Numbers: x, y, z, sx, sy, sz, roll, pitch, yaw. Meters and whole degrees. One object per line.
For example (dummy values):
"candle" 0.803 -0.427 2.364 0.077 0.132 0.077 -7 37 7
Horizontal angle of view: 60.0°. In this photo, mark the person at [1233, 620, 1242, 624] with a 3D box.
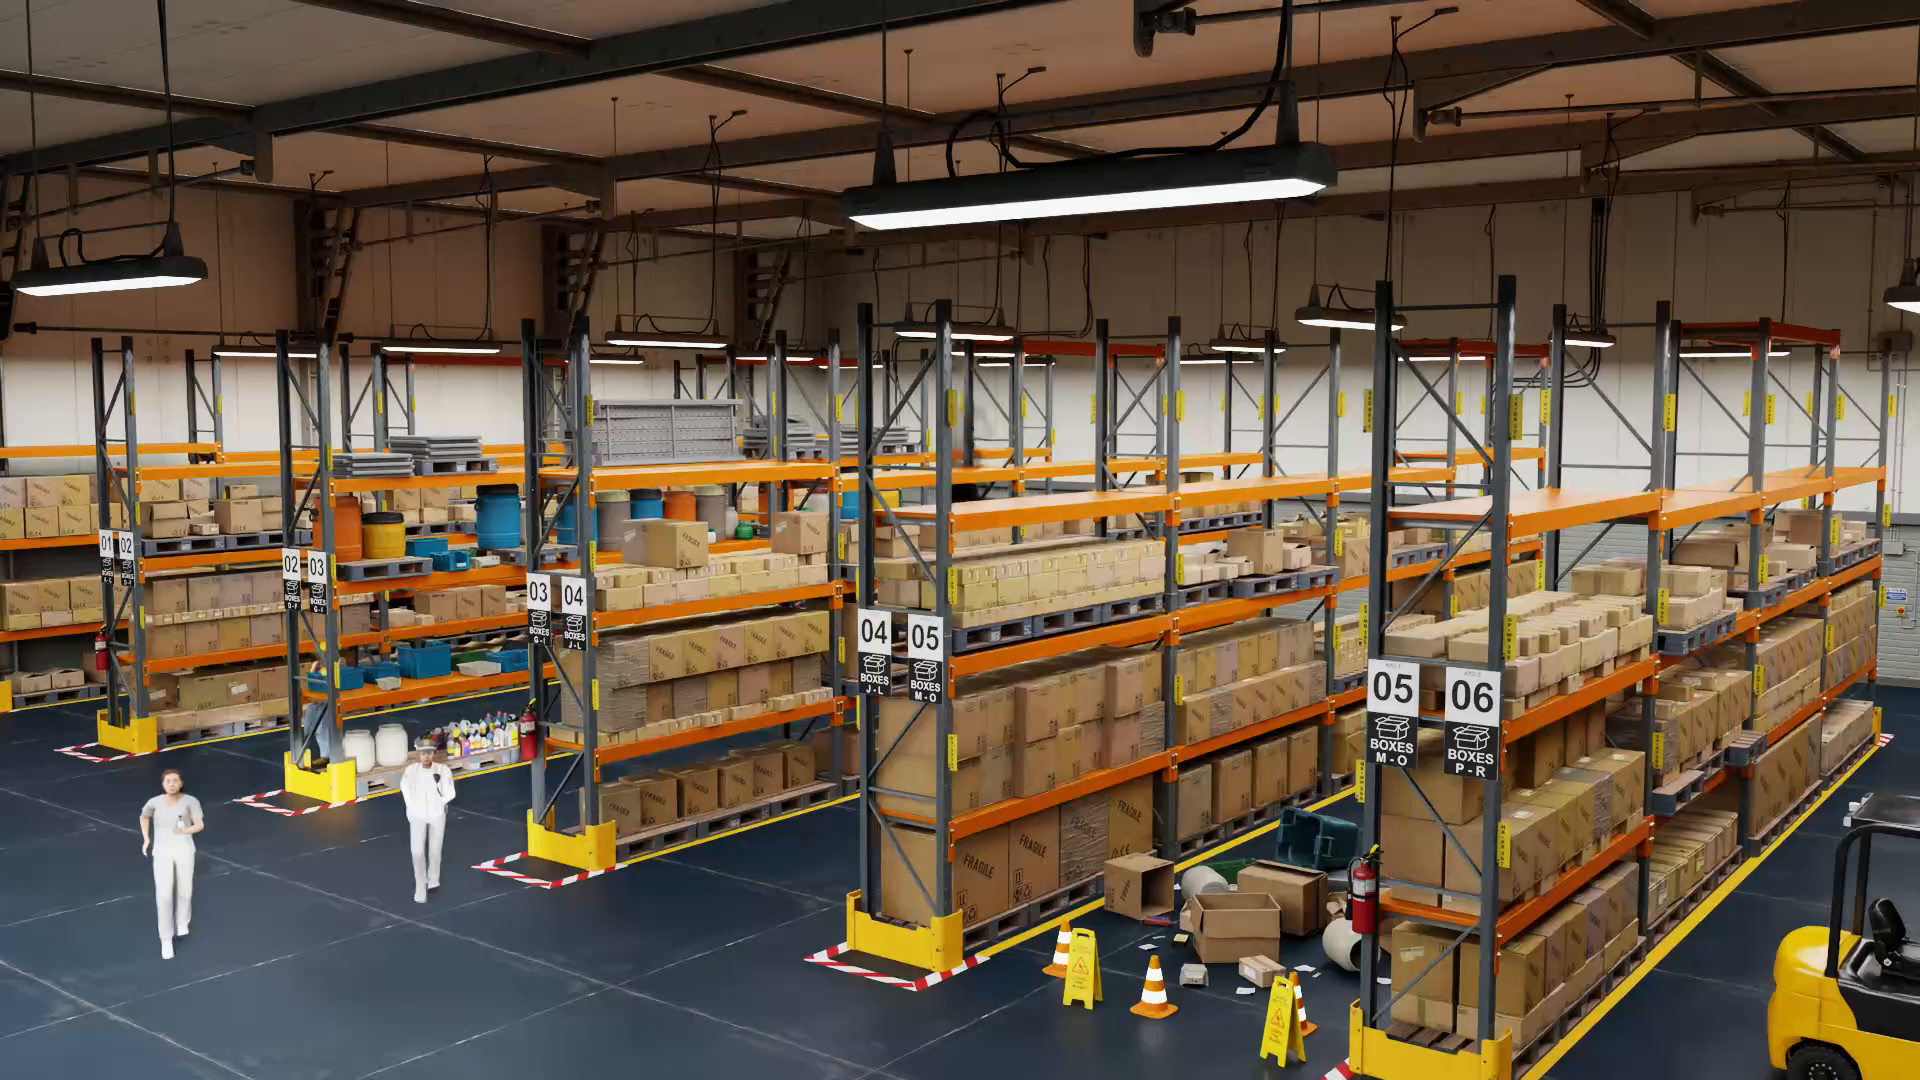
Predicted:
"person" 4.126 2.114 24.889 0.656 1.824 0.744 2 6 26

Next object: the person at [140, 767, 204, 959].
"person" -7.349 2.978 15.541 0.533 1.724 0.754 -2 6 -27

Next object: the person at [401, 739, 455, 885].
"person" -5.454 2.781 17.060 0.535 1.547 0.768 -2 5 -17

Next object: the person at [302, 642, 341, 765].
"person" -8.916 2.281 23.321 0.701 1.716 0.587 3 6 29
